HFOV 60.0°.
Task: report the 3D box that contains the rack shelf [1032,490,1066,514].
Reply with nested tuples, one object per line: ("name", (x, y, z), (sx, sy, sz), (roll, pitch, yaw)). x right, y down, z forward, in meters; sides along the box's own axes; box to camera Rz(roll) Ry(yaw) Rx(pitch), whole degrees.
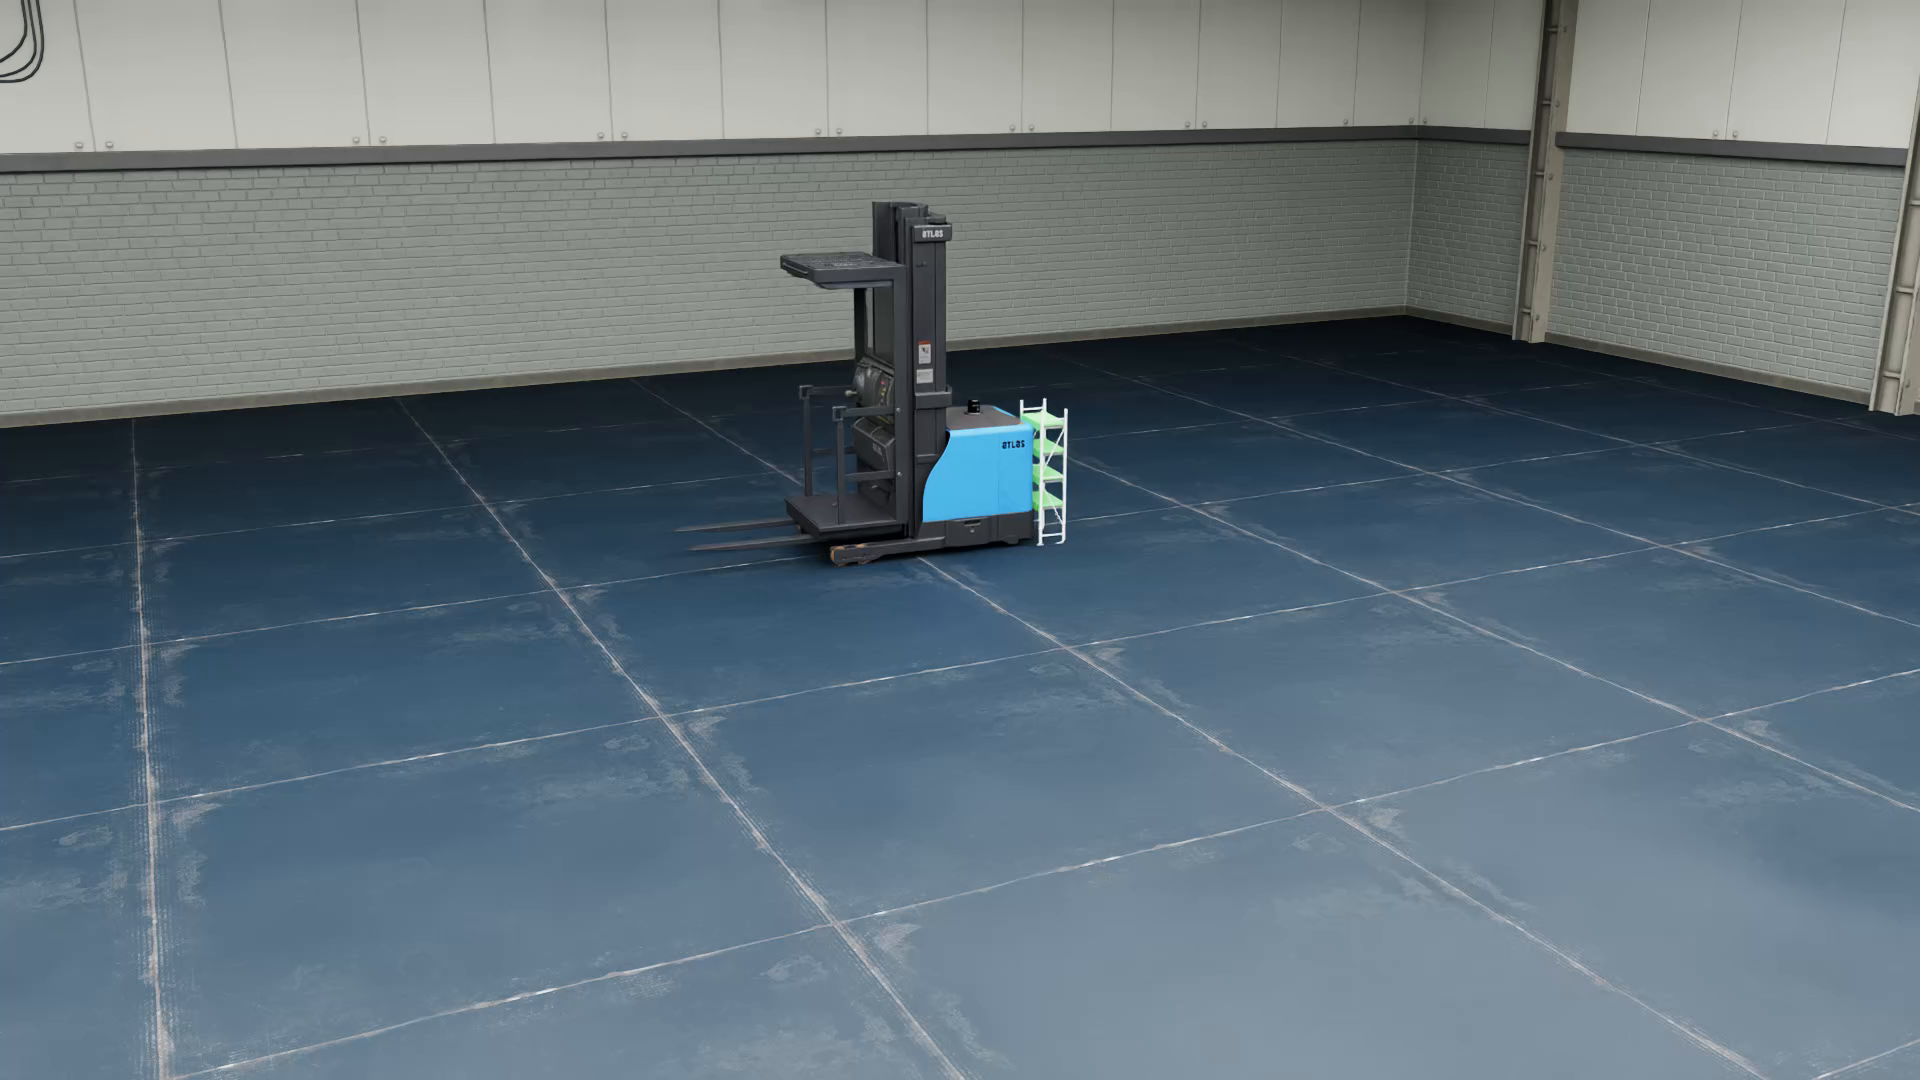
("rack shelf", (0.728, -0.315, 14.774), (0.258, 0.148, 0.480), (-5, 17, -18))

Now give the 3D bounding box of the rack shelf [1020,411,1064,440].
("rack shelf", (0.729, -1.007, 14.576), (0.258, 0.148, 0.480), (-5, 17, -18))

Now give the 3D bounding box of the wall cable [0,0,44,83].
("wall cable", (-11.207, -7.231, 17.468), (2.305, 6.003, 0.169), (-8, 18, -25))

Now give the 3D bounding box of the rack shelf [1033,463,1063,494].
("rack shelf", (0.729, -0.546, 14.708), (0.258, 0.148, 0.480), (-5, 17, -18))

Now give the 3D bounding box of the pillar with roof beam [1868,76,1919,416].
("pillar with roof beam", (7.429, -5.361, 17.118), (9.100, 9.000, 0.400), (-8, 18, -25))

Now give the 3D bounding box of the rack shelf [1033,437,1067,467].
("rack shelf", (0.729, -0.776, 14.642), (0.258, 0.148, 0.480), (-5, 17, -18))

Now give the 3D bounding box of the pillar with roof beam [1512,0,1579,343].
("pillar with roof beam", (4.801, -6.849, 22.302), (9.100, 9.000, 0.400), (-8, 18, -25))

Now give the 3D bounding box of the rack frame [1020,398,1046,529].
("rack frame", (0.648, -0.671, 14.912), (0.240, 1.200, 0.015), (-5, 17, -18))

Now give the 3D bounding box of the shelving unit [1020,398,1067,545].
("shelving unit", (0.729, -0.607, 14.691), (0.258, 1.200, 0.503), (-5, 17, -18))

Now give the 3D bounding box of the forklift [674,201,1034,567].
("forklift", (-0.921, -1.350, 14.142), (3.031, 2.935, 1.130), (-6, 17, -20))

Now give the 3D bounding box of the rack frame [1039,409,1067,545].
("rack frame", (0.809, -0.544, 14.469), (0.240, 1.200, 0.015), (-5, 17, -18))
